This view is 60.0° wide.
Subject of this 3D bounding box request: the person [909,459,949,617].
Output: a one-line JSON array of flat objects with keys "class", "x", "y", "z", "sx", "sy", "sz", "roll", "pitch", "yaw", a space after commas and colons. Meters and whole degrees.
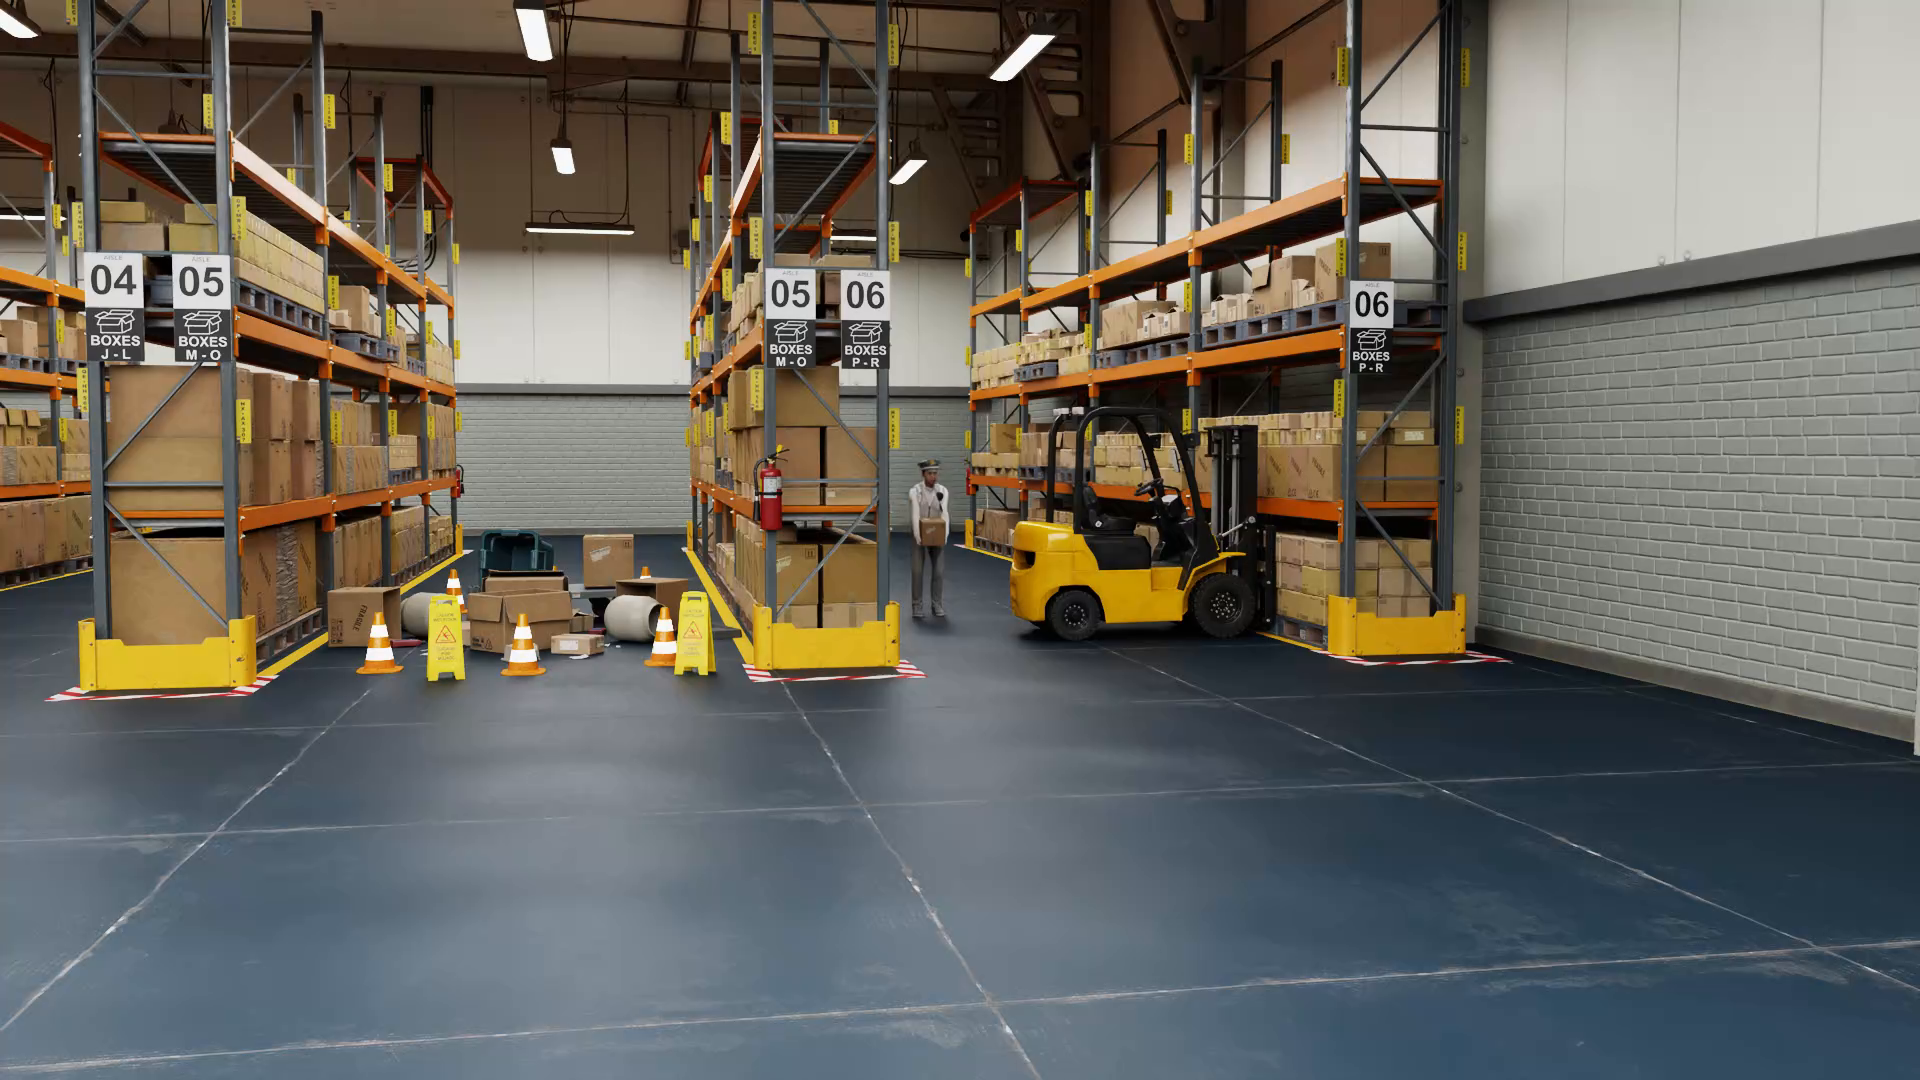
[{"class": "person", "x": -0.322, "y": -0.019, "z": 17.558, "sx": 0.415, "sy": 1.665, "sz": 0.542, "roll": -1, "pitch": 3, "yaw": -12}]
